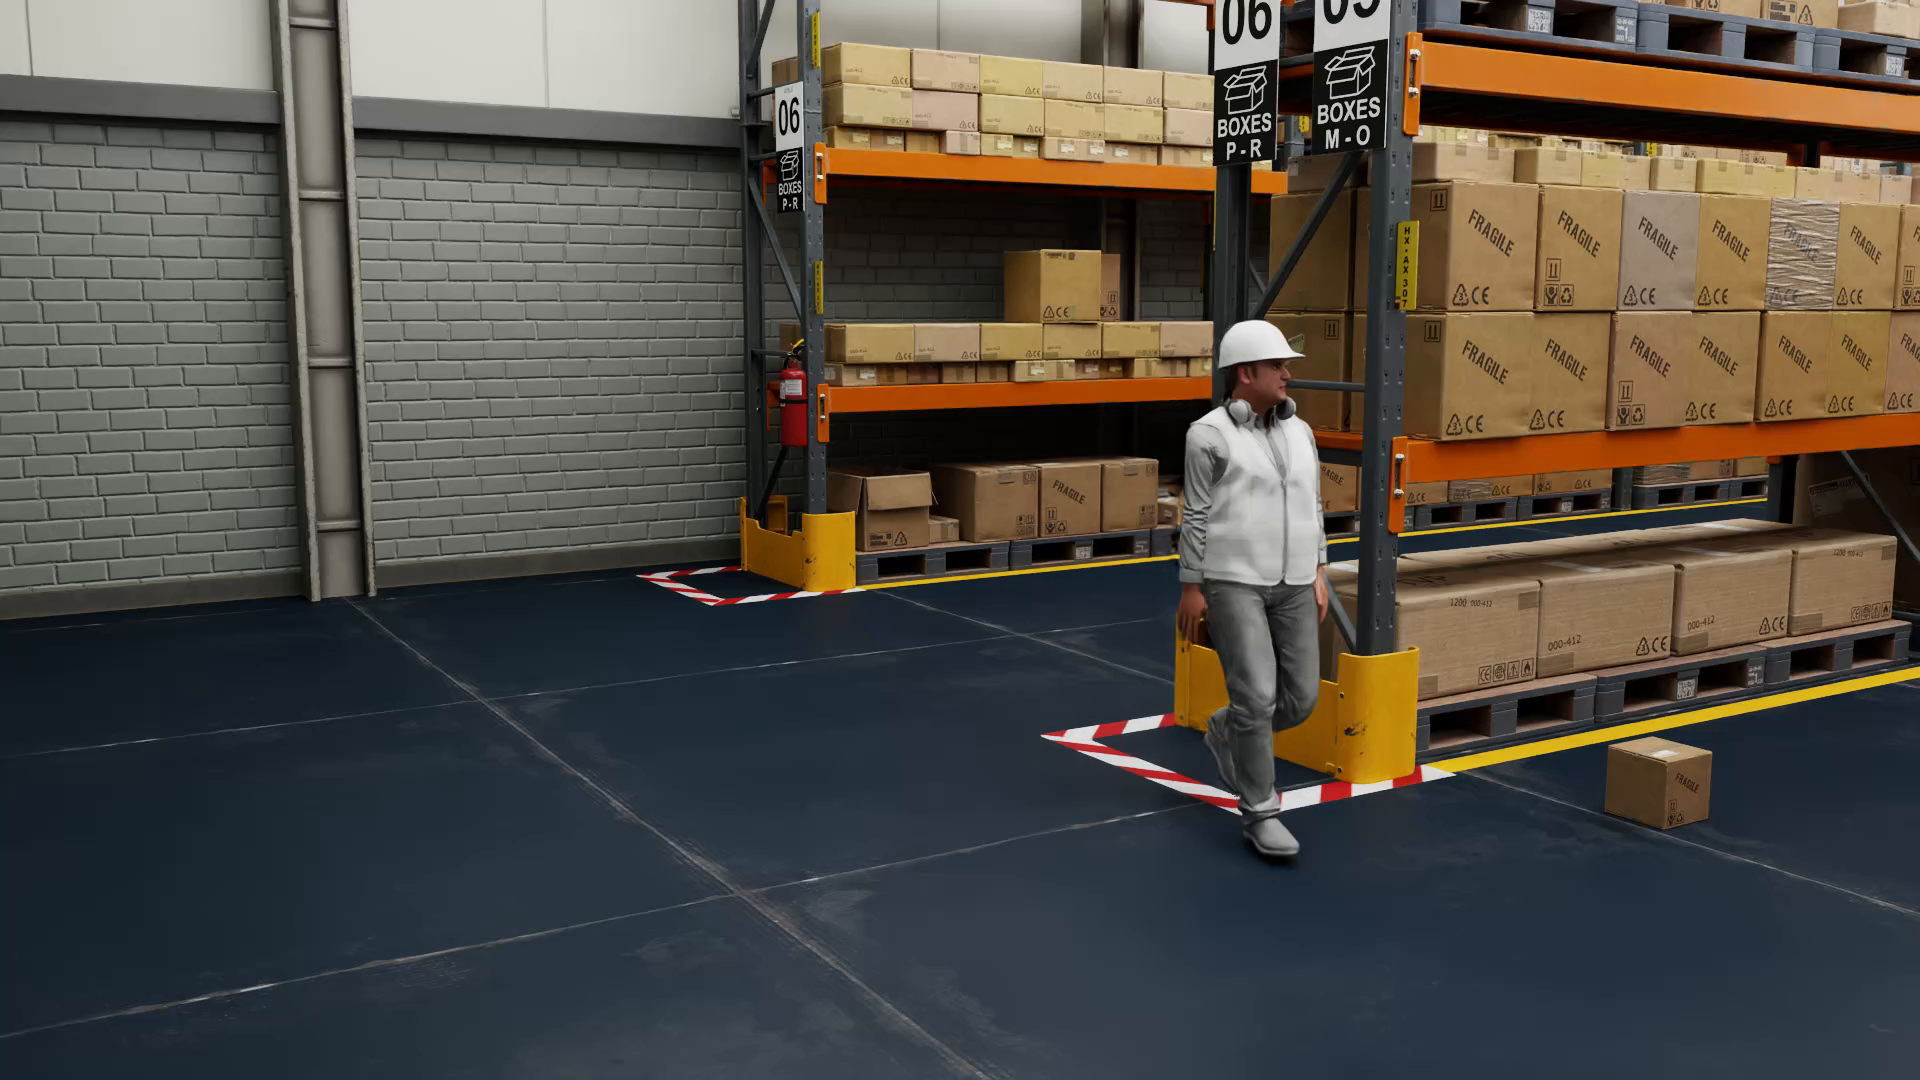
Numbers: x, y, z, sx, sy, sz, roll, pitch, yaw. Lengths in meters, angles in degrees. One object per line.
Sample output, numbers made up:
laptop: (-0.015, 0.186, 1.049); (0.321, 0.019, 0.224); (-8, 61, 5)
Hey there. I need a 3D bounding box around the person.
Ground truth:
person: (1.017, 0.132, 5.688); (0.561, 1.754, 0.753); (-4, 9, -23)
